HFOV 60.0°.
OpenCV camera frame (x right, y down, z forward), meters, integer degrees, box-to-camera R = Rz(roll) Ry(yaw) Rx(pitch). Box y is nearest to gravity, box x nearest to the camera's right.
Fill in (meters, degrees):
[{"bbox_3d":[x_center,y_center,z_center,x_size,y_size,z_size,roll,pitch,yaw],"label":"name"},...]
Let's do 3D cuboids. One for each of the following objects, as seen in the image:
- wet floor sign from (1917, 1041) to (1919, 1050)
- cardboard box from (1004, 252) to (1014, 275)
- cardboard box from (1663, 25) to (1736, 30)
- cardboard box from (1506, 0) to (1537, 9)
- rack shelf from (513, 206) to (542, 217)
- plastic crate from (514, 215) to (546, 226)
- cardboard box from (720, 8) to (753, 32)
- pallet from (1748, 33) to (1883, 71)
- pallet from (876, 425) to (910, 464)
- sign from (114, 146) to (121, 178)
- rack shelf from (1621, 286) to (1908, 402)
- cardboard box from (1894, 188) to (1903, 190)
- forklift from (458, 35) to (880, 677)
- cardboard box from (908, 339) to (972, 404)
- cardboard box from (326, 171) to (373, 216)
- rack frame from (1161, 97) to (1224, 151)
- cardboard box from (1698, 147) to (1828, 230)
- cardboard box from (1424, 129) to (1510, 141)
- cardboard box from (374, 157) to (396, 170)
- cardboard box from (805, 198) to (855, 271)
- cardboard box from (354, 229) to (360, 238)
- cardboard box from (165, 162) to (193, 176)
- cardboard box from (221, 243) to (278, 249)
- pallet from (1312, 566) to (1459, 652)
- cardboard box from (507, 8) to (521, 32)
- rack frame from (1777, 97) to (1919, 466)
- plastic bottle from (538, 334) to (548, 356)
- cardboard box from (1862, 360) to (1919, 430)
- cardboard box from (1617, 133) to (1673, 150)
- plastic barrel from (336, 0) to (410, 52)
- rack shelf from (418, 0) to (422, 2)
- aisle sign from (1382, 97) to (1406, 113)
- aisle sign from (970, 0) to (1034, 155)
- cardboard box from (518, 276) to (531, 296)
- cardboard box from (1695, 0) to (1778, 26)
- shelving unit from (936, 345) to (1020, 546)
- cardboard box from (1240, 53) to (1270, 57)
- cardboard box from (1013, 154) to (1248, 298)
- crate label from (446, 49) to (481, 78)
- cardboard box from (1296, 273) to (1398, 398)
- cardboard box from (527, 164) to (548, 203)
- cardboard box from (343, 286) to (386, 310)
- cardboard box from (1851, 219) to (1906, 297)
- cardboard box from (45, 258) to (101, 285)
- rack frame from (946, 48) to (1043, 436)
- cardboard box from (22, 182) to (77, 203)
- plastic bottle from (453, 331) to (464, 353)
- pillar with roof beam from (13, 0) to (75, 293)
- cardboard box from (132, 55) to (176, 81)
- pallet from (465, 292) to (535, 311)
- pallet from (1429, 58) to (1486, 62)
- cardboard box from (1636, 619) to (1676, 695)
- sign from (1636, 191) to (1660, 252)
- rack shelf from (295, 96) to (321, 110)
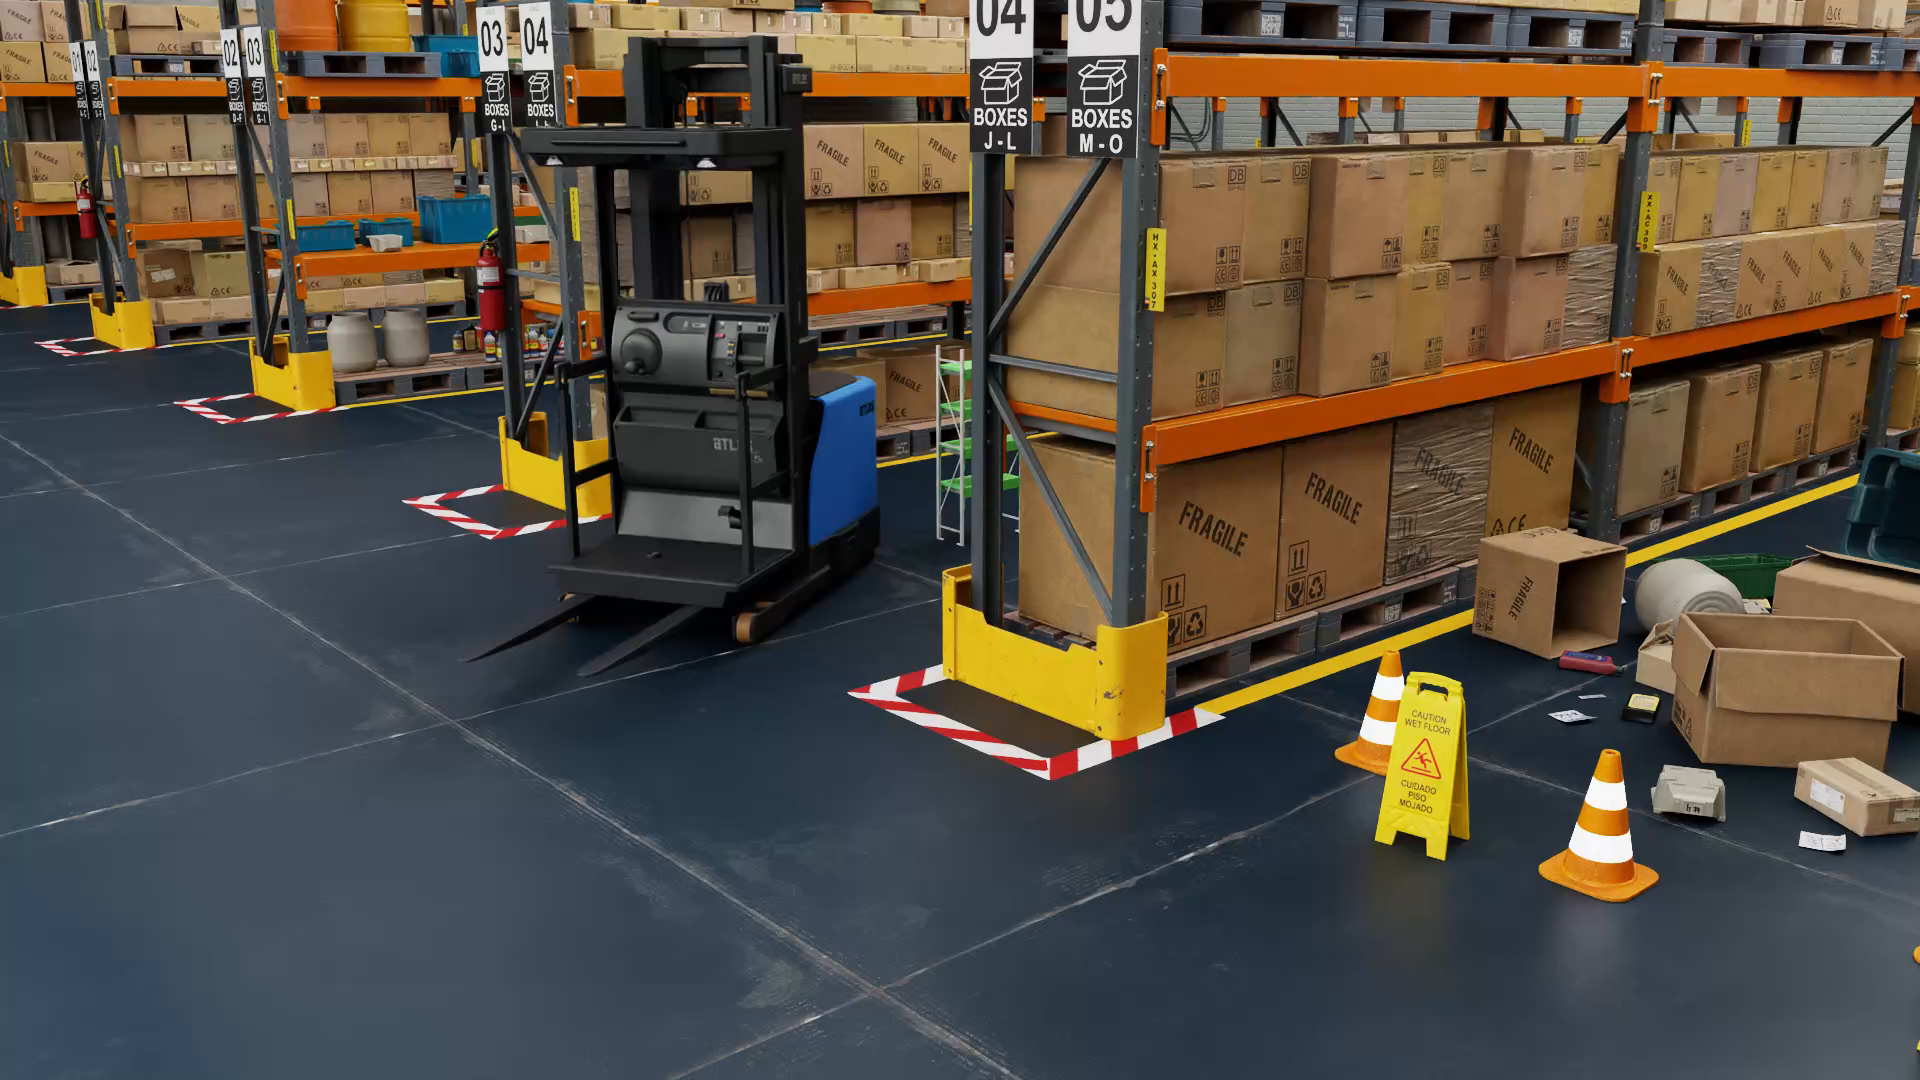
[{"bbox_3d":[2.903,1.173,4.610,0.232,0.644,0.267,-6,16,-20],"label":"wet floor sign"},{"bbox_3d":[0.292,-2.181,13.088,0.250,0.149,0.380,-13,19,-39],"label":"cardboard box"},{"bbox_3d":[4.619,-3.410,10.557,0.500,0.311,0.500,-14,20,-41],"label":"cardboard box"},{"bbox_3d":[2.610,-2.696,8.197,0.250,0.149,0.380,-12,19,-38],"label":"cardboard box"},{"bbox_3d":[-4.730,-4.316,21.990,4.000,0.370,1.077,-13,19,-39],"label":"rack shelf"},{"bbox_3d":[-4.200,-3.083,16.388,0.662,0.188,0.450,-13,19,-39],"label":"plastic crate"},{"bbox_3d":[-1.590,-3.454,11.072,0.250,0.149,0.380,-13,20,-40],"label":"cardboard box"},{"bbox_3d":[5.166,-3.139,10.743,1.213,0.211,1.003,-12,19,-37],"label":"pallet"},{"bbox_3d":[-1.143,-0.720,12.537,1.213,0.211,1.003,-13,19,-39],"label":"pallet"},{"bbox_3d":[-8.897,-3.995,17.562,0.005,0.325,0.100,-13,19,-39],"label":"sign"},{"bbox_3d":[4.950,-1.404,11.088,4.000,0.370,1.077,-13,19,-39],"label":"rack shelf"},{"bbox_3d":[7.323,-2.587,12.642,0.250,0.149,0.380,-13,20,-40],"label":"cardboard box"},{"bbox_3d":[-1.430,-1.010,8.353,1.130,2.935,3.031,5,16,18],"label":"forklift"},{"bbox_3d":[-0.067,-1.331,13.450,0.500,0.500,0.500,-13,20,-41],"label":"cardboard box"},{"bbox_3d":[-7.344,-4.122,19.675,0.500,0.500,0.700,-12,19,-39],"label":"cardboard box"},{"bbox_3d":[3.045,-4.715,22.090,0.127,3.000,1.000,-13,19,-39],"label":"rack frame"},{"bbox_3d":[5.347,-2.375,11.196,0.500,0.500,0.700,-13,20,-40],"label":"cardboard box"},{"bbox_3d":[5.294,-4.060,17.500,0.637,0.503,0.797,-12,19,-39],"label":"cardboard box"},{"bbox_3d":[-6.885,-4.468,19.713,0.250,0.149,0.380,-13,20,-39],"label":"cardboard box"},{"bbox_3d":[-1.235,-2.265,12.146,0.500,0.500,0.875,-13,19,-39],"label":"cardboard box"},{"bbox_3d":[-8.949,-4.421,24.981,0.500,0.500,0.700,-12,19,-38],"label":"cardboard box"},{"bbox_3d":[-8.622,-4.079,18.257,0.250,0.149,0.380,-13,20,-41],"label":"cardboard box"},{"bbox_3d":[-8.303,-3.205,19.498,0.500,0.500,0.500,-13,19,-39],"label":"cardboard box"},{"bbox_3d":[1.895,0.256,8.884,1.213,0.211,1.003,-13,19,-39],"label":"pallet"},{"bbox_3d":[-2.752,-3.395,10.854,0.250,0.149,0.380,-13,19,-39],"label":"cardboard box"},{"bbox_3d":[6.458,-2.091,12.264,0.127,3.000,1.000,-13,19,-39],"label":"rack frame"},{"bbox_3d":[-4.027,-1.881,16.050,0.097,0.201,0.097,0,15,0],"label":"plastic bottle"},{"bbox_3d":[7.159,-1.156,12.795,0.500,0.500,0.500,-14,20,-42],"label":"cardboard box"},{"bbox_3d":[8.397,-4.749,20.476,0.500,0.500,0.500,-13,20,-41],"label":"cardboard box"},{"bbox_3d":[-5.231,-4.643,14.829,0.600,0.588,0.600,0,15,0],"label":"plastic barrel"},{"bbox_3d":[-7.748,-6.344,18.730,4.000,0.370,1.077,-13,19,-39],"label":"rack shelf"},{"bbox_3d":[6.309,-6.604,24.123,0.004,0.787,0.394,-13,19,-39],"label":"aisle sign"},{"bbox_3d":[0.173,-2.038,7.029,0.004,0.787,0.394,-13,19,-39],"label":"aisle sign"},{"bbox_3d":[-5.772,-3.219,21.005,0.500,0.250,0.500,-13,20,-41],"label":"cardboard box"},{"bbox_3d":[4.669,-3.179,10.005,0.250,0.149,0.380,-13,19,-39],"label":"cardboard box"},{"bbox_3d":[0.125,-0.608,10.200,0.503,1.200,0.258,-13,19,-39],"label":"shelving unit"},{"bbox_3d":[2.335,-4.151,14.454,0.500,0.250,0.500,-12,19,-38],"label":"cardboard box"},{"bbox_3d":[0.729,-1.385,7.239,0.550,0.550,0.875,-13,19,-39],"label":"cardboard box"},{"bbox_3d":[-4.379,-4.312,15.058,0.408,0.251,0.502,-13,19,-39],"label":"crate label"},{"bbox_3d":[1.579,-1.047,8.068,0.550,0.550,0.875,-13,19,-39],"label":"cardboard box"},{"bbox_3d":[-5.252,-4.589,21.425,0.500,0.500,0.500,-11,18,-35],"label":"cardboard box"},{"bbox_3d":[-7.197,-2.908,19.838,0.500,0.250,0.500,-13,19,-39],"label":"cardboard box"},{"bbox_3d":[6.295,-2.010,11.770,0.500,0.500,0.500,-13,19,-39],"label":"cardboard box"},{"bbox_3d":[-11.930,-3.624,22.363,0.500,0.311,0.500,13,20,41],"label":"cardboard box"},{"bbox_3d":[0.261,-2.396,13.406,0.127,3.000,1.000,-13,19,-39],"label":"rack frame"},{"bbox_3d":[-11.935,-4.569,21.795,0.500,0.250,0.500,-13,20,-41],"label":"cardboard box"},{"bbox_3d":[-4.910,-1.939,16.268,0.097,0.201,0.097,0,15,0],"label":"plastic bottle"},{"bbox_3d":[-9.725,-6.958,18.862,0.400,9.000,9.100,-13,19,-39],"label":"pillar with roof beam"},{"bbox_3d":[-10.887,-6.394,22.329,0.500,0.500,0.500,-11,19,-36],"label":"cardboard box"},{"bbox_3d":[-5.709,-3.110,21.484,1.213,0.211,1.003,-13,19,-39],"label":"pallet"},{"bbox_3d":[4.571,-4.741,16.739,1.213,0.211,1.003,-12,19,-37],"label":"pallet"},{"bbox_3d":[3.353,0.558,7.648,0.258,0.266,0.396,-9,17,-30],"label":"cardboard box"},{"bbox_3d":[3.806,-1.762,9.202,0.005,0.325,0.100,-13,19,-39],"label":"sign"},{"bbox_3d":[-7.985,-6.729,25.211,4.000,0.370,1.077,-13,19,-39],"label":"rack shelf"}]
